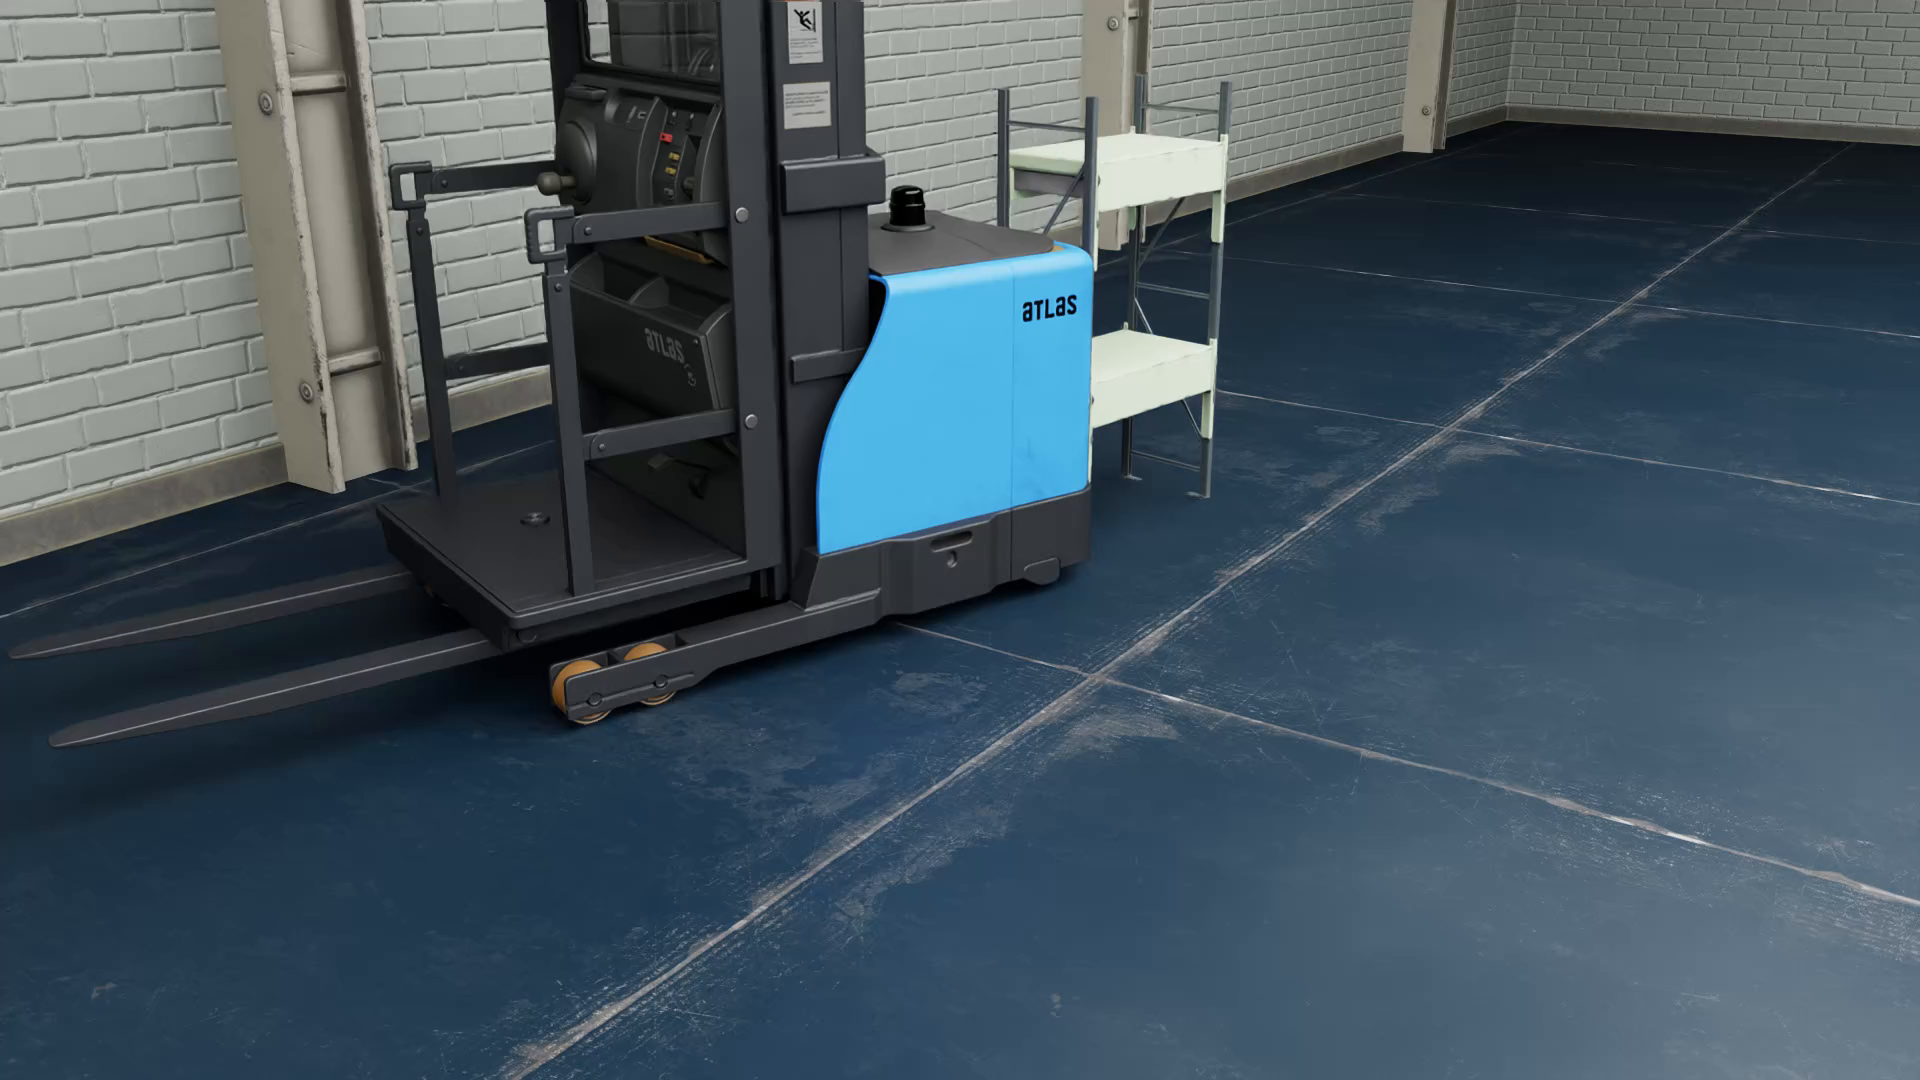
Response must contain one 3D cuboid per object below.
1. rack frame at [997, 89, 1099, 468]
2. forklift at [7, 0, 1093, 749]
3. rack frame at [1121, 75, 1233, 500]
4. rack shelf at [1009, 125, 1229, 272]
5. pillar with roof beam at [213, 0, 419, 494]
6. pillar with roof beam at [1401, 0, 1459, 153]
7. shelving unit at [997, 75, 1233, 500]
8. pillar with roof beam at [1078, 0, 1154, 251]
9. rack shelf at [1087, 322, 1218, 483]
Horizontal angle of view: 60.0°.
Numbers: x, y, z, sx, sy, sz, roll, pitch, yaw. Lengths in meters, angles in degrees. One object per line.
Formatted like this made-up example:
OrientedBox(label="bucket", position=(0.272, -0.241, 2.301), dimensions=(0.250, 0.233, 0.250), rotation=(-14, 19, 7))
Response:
OrientedBox(label="rack frame", position=(0.277, -0.716, 5.540), dimensions=(0.400, 1.500, 0.023), rotation=(18, 27, 40))
OrientedBox(label="forklift", position=(-1.067, -1.091, 4.490), dimensions=(3.031, 2.935, 1.130), rotation=(-14, 25, -34))
OrientedBox(label="rack frame", position=(0.775, -0.903, 6.043), dimensions=(0.400, 1.500, 0.023), rotation=(18, 27, 40))
OrientedBox(label="rack shelf", position=(0.526, -1.175, 5.656), dimensions=(0.431, 0.370, 0.720), rotation=(18, 27, 40))
OrientedBox(label="pillar with roof beam", position=(1.197, -3.640, 2.635), dimensions=(9.100, 9.000, 0.400), rotation=(13, 24, 32))
OrientedBox(label="pillar with roof beam", position=(7.943, -7.083, 11.944), dimensions=(9.100, 9.000, 0.400), rotation=(13, 24, 32))
OrientedBox(label="shelving unit", position=(0.526, -0.809, 5.791), dimensions=(0.431, 1.500, 0.755), rotation=(18, 27, 40))
OrientedBox(label="pillar with roof beam", position=(4.570, -5.362, 7.290), dimensions=(9.100, 9.000, 0.400), rotation=(13, 24, 32))
OrientedBox(label="rack shelf", position=(0.526, -0.504, 5.904), dimensions=(0.431, 0.370, 0.720), rotation=(18, 27, 40))
